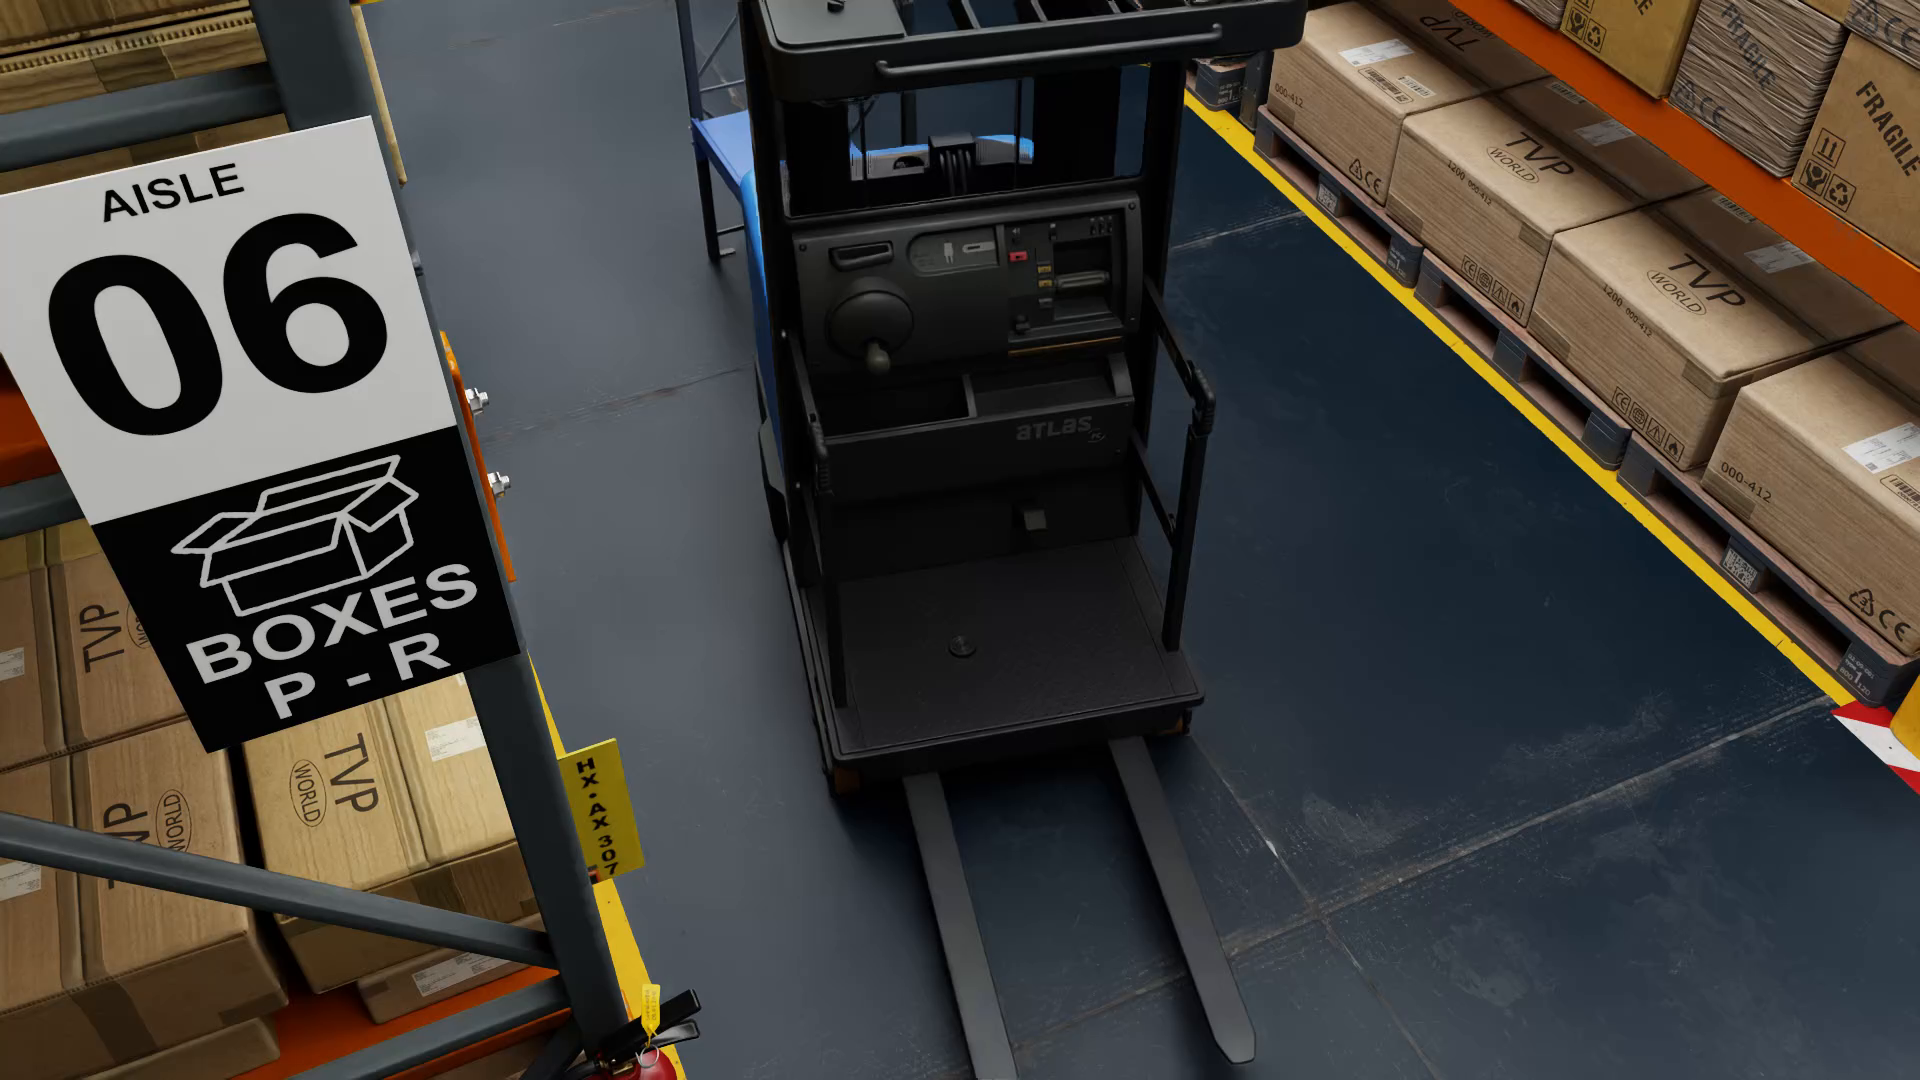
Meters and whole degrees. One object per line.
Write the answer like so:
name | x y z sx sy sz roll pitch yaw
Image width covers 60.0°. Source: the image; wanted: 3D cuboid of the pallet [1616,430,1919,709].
pallet | 3.047 -0.068 5.669 1.003 0.211 1.213 -18 47 -17

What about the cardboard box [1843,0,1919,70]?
cardboard box | 2.789 -1.527 4.379 0.500 0.500 0.500 -18 47 -17

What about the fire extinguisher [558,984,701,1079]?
fire extinguisher | -0.567 1.011 2.910 0.296 0.674 0.183 -18 47 -17

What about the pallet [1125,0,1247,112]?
pallet | 1.379 -2.600 8.235 1.003 0.211 1.213 -18 47 -17

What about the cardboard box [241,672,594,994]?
cardboard box | -0.995 0.473 3.030 0.500 0.250 0.500 -18 47 -17

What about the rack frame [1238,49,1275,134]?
rack frame | 1.772 -3.124 6.780 1.000 3.000 0.127 -18 47 -17

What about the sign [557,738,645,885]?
sign | -0.556 0.425 2.567 0.100 0.325 0.005 -18 47 -17

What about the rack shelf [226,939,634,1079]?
rack shelf | -1.889 -0.125 4.253 1.077 0.370 4.000 -18 47 -17

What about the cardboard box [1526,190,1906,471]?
cardboard box | 2.693 -0.784 5.934 0.875 0.438 0.875 -17 47 -16

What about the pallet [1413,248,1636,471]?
pallet | 2.537 -0.845 6.456 1.003 0.211 1.213 -18 47 -17

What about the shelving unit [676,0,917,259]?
shelving unit | -0.602 -1.469 6.171 0.538 1.500 1.048 -19 48 -18

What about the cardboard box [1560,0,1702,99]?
cardboard box | 2.359 -1.814 5.381 0.500 0.500 0.500 -17 47 -16

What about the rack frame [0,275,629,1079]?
rack frame | -1.048 0.894 2.709 1.000 3.000 0.127 -18 47 -17

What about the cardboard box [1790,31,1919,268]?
cardboard box | 2.813 -1.164 4.722 0.500 0.500 0.500 -19 48 -18

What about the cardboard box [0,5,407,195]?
cardboard box | -0.987 -0.590 1.972 0.500 0.250 0.500 -19 48 -18

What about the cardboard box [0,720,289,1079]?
cardboard box | -1.483 0.626 2.874 0.500 0.250 0.500 -17 47 -16

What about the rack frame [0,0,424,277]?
rack frame | -1.048 -1.242 0.602 1.000 3.000 0.127 -18 47 -17

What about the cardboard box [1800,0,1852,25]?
cardboard box | 2.584 -1.843 4.700 0.500 0.500 0.500 -18 47 -18

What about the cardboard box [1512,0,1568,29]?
cardboard box | 2.143 -2.142 5.714 0.500 0.500 0.500 -18 47 -17

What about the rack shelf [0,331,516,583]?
rack shelf | -1.889 -1.192 3.199 1.077 0.370 4.000 -18 47 -17

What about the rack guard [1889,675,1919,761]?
rack guard | 3.464 0.331 5.059 1.175 0.500 0.348 -18 47 -17

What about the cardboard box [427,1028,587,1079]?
cardboard box | -1.219 1.215 3.861 0.797 0.503 0.637 -20 48 -19

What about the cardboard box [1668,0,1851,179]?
cardboard box | 2.588 -1.489 5.052 0.500 0.500 0.500 -17 47 -16

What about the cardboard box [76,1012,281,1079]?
cardboard box | -1.431 0.851 2.931 0.380 0.149 0.250 -19 48 -18

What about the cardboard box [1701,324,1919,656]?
cardboard box | 3.085 -0.203 5.345 0.875 0.438 0.875 -20 48 -19

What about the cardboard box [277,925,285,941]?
cardboard box | -1.482 0.671 3.113 0.380 0.149 0.250 -17 47 -16

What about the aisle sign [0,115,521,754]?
aisle sign | -0.753 -0.075 1.839 0.394 0.787 0.004 -18 47 -17

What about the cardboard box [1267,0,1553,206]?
cardboard box | 1.938 -1.929 7.095 0.875 0.438 0.875 -19 48 -18

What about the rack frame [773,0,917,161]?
rack frame | -0.381 -1.147 5.845 0.500 1.500 0.032 -19 48 -18

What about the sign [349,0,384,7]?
sign | -0.556 -0.645 1.511 0.100 0.325 0.005 -18 47 -17

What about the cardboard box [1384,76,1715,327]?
cardboard box | 2.315 -1.359 6.517 0.875 0.438 0.875 -19 48 -19

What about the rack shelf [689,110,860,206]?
rack shelf | -0.602 -1.341 6.297 0.538 0.185 1.000 -19 48 -18

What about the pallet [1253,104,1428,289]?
pallet | 2.021 -1.623 7.245 1.003 0.211 1.213 -18 47 -17

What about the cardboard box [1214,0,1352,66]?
cardboard box | 1.439 -2.888 7.755 0.875 0.875 0.875 -17 47 -16

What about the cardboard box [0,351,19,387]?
cardboard box | -0.971 -0.356 2.019 0.380 0.149 0.250 -17 47 -17

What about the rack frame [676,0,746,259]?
rack frame | -0.822 -1.791 6.497 0.500 1.500 0.032 -19 48 -18

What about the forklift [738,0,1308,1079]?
forklift | 0.080 -0.582 4.253 1.130 2.935 3.031 -9 45 -9

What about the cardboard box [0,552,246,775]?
cardboard box | -1.698 0.298 3.208 0.500 0.250 0.500 -18 47 -17

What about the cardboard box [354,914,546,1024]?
cardboard box | -0.938 0.693 3.091 0.380 0.149 0.250 -18 48 -18

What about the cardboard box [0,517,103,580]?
cardboard box | -1.902 -0.019 3.529 0.500 0.250 0.500 -17 47 -16
